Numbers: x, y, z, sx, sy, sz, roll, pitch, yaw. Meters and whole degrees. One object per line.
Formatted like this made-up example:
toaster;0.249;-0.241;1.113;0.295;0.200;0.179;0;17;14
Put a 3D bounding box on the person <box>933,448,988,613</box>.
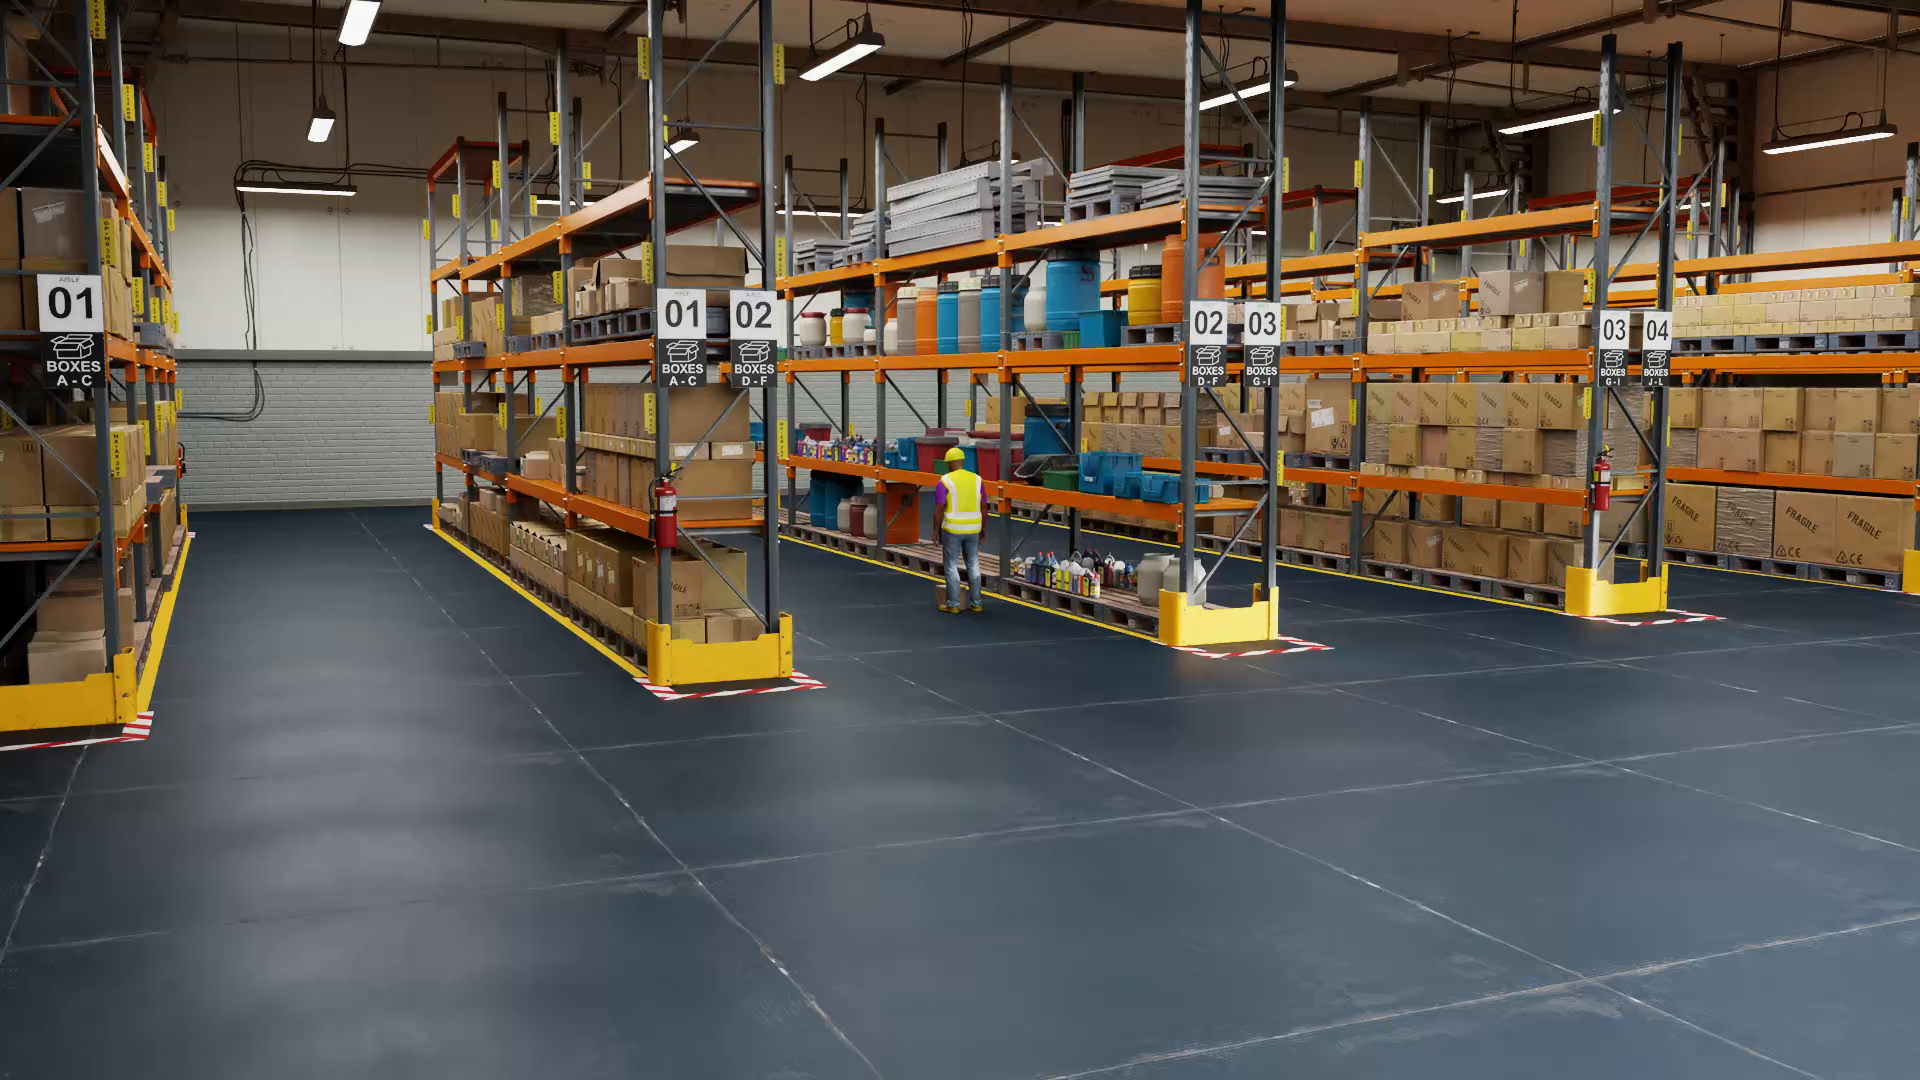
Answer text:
person;-0.003;-0.108;17.819;0.631;1.760;0.463;-2;6;-24
